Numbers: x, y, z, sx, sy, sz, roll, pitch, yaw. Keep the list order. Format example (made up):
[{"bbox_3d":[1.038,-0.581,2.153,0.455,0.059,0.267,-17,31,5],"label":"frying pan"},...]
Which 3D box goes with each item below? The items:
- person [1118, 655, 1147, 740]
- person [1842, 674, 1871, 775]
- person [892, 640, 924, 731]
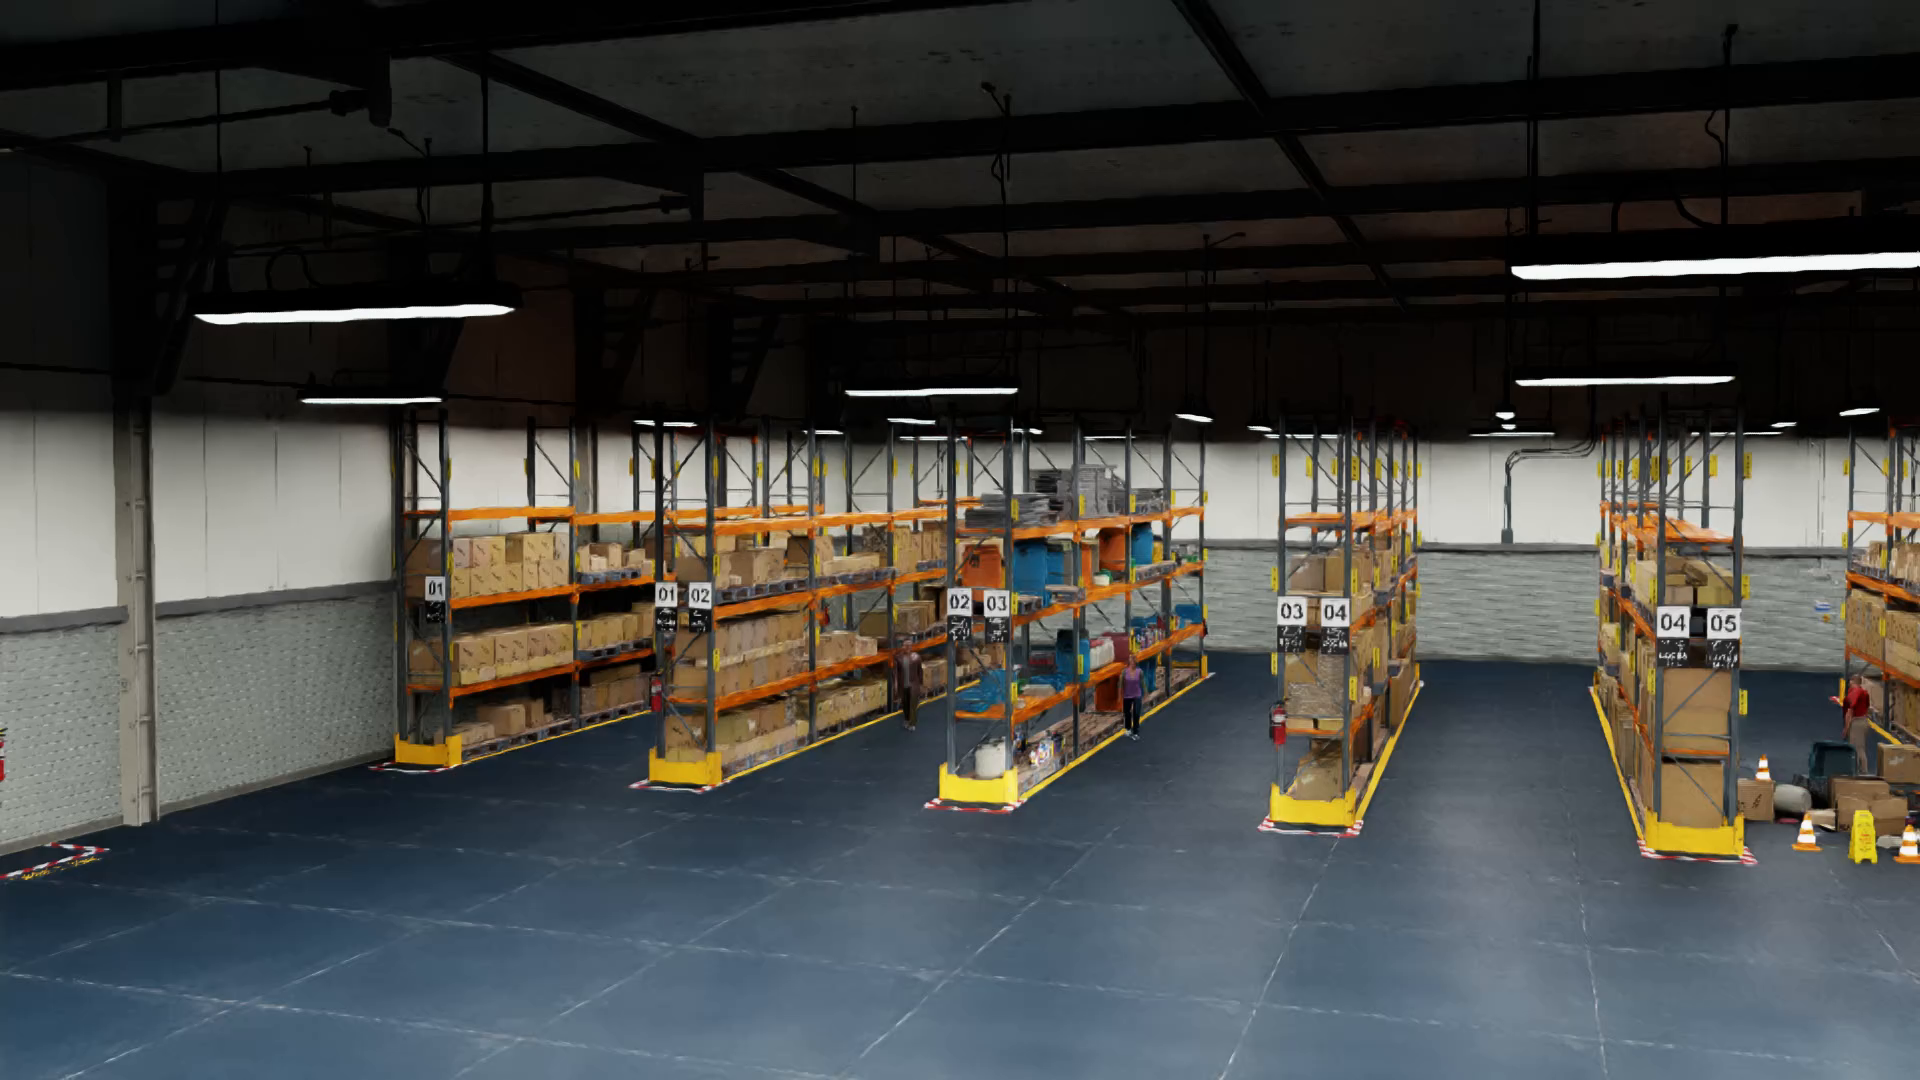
[{"bbox_3d":[3.213,2.898,30.924,0.544,1.562,0.603,0,2,10],"label":"person"},{"bbox_3d":[14.248,3.029,26.527,0.654,1.639,0.580,-2,3,-44],"label":"person"},{"bbox_3d":[-1.012,2.762,31.825,0.576,1.716,1.103,0,2,10],"label":"person"}]
